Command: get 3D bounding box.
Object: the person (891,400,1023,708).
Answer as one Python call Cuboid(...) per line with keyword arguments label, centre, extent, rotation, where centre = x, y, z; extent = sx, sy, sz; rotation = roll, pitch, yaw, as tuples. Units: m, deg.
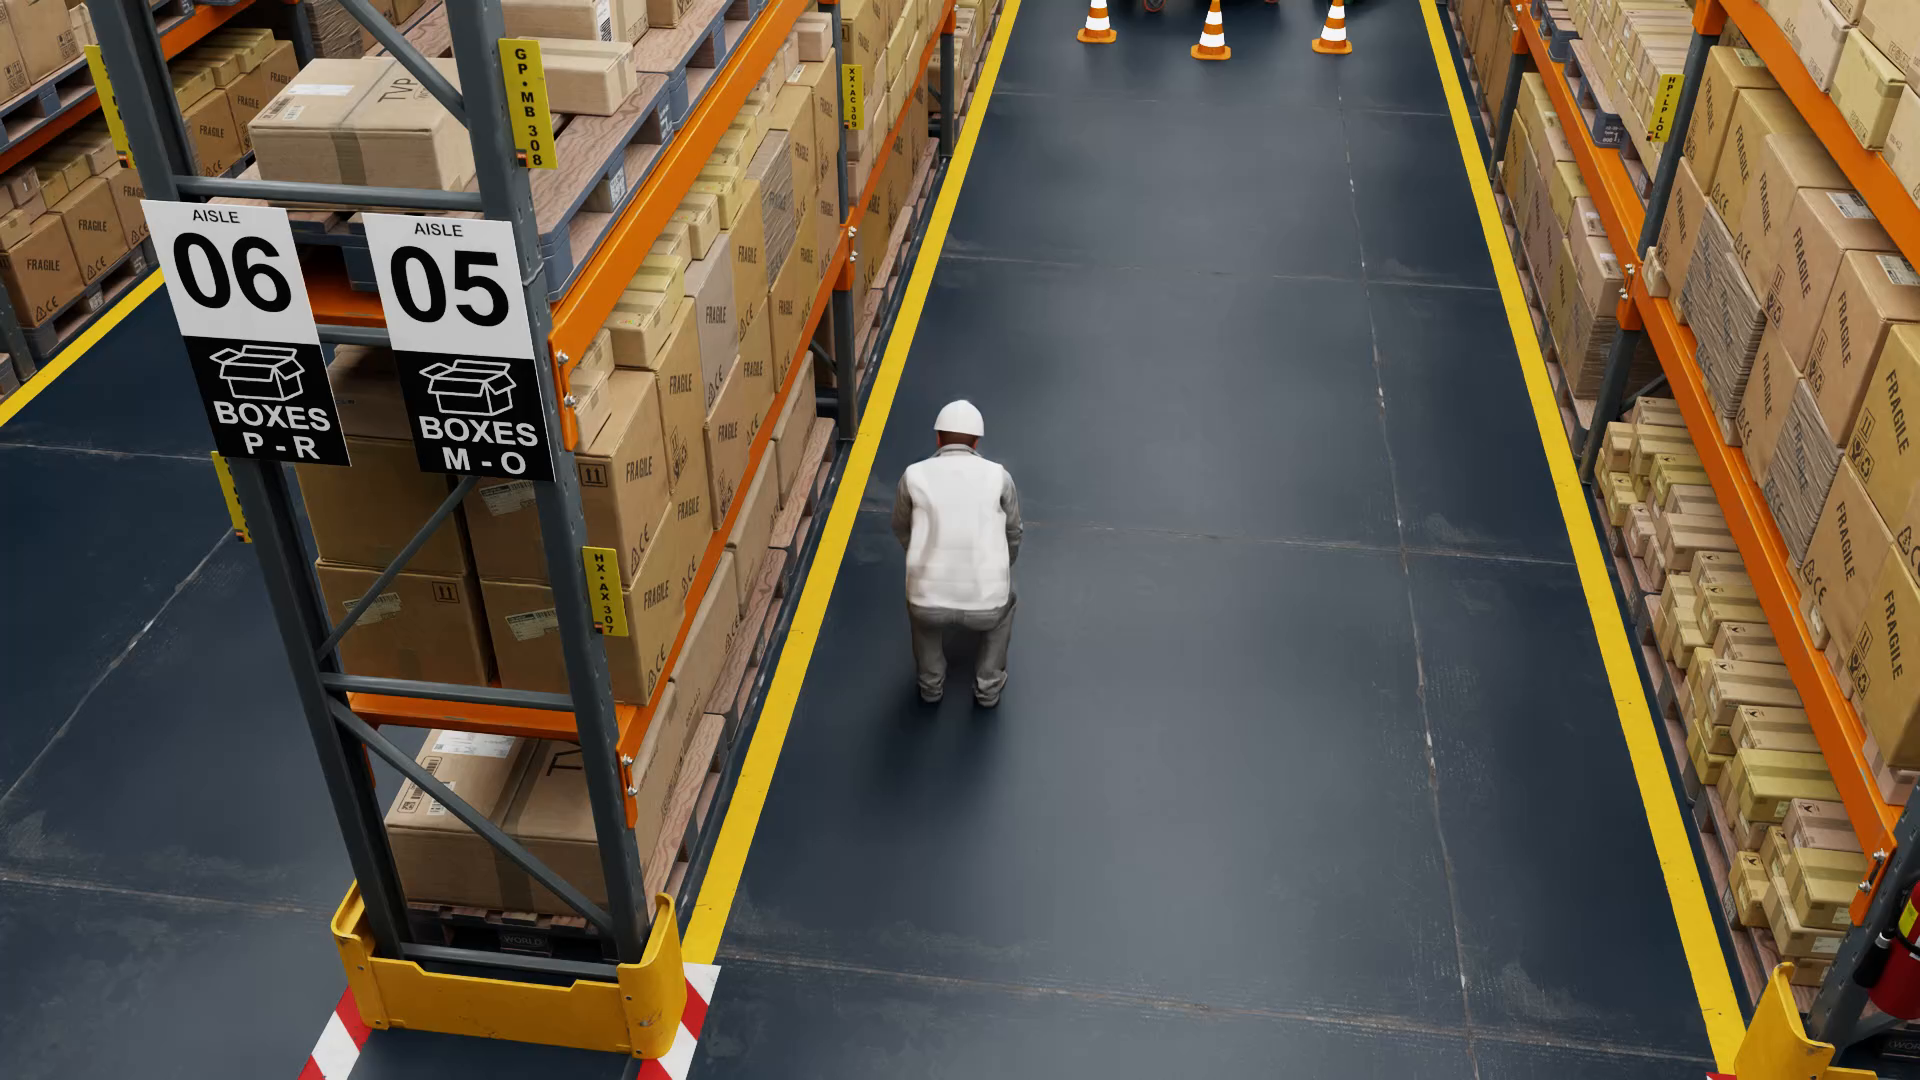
Cuboid(label="person", centre=(-0.028, 0.099, 7.309), extent=(0.583, 1.276, 0.829), rotation=(4, 36, 5))
